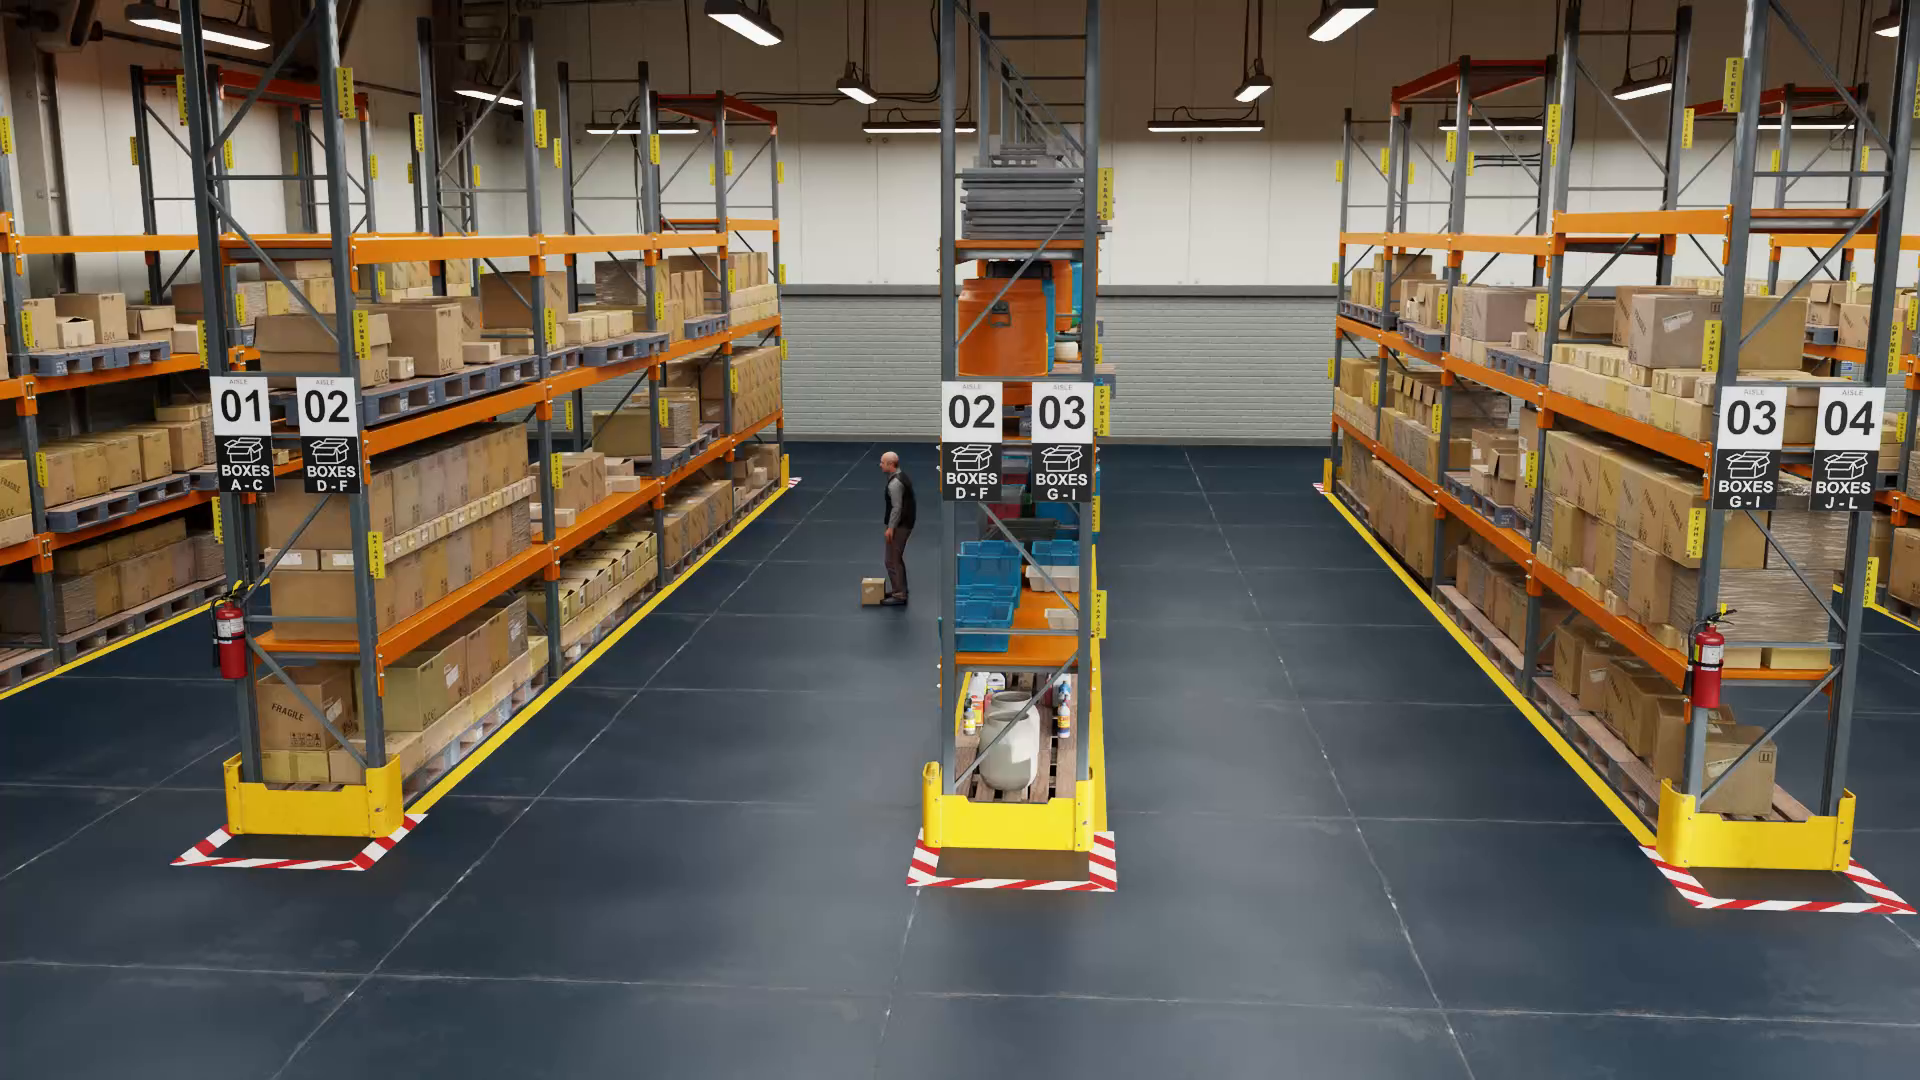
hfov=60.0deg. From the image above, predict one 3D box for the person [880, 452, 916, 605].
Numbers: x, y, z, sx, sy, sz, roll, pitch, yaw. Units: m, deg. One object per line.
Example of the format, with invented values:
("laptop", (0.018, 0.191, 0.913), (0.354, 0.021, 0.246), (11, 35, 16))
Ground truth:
("person", (-0.700, -0.141, 18.736), (0.419, 1.721, 0.581), (1, 11, 4))
